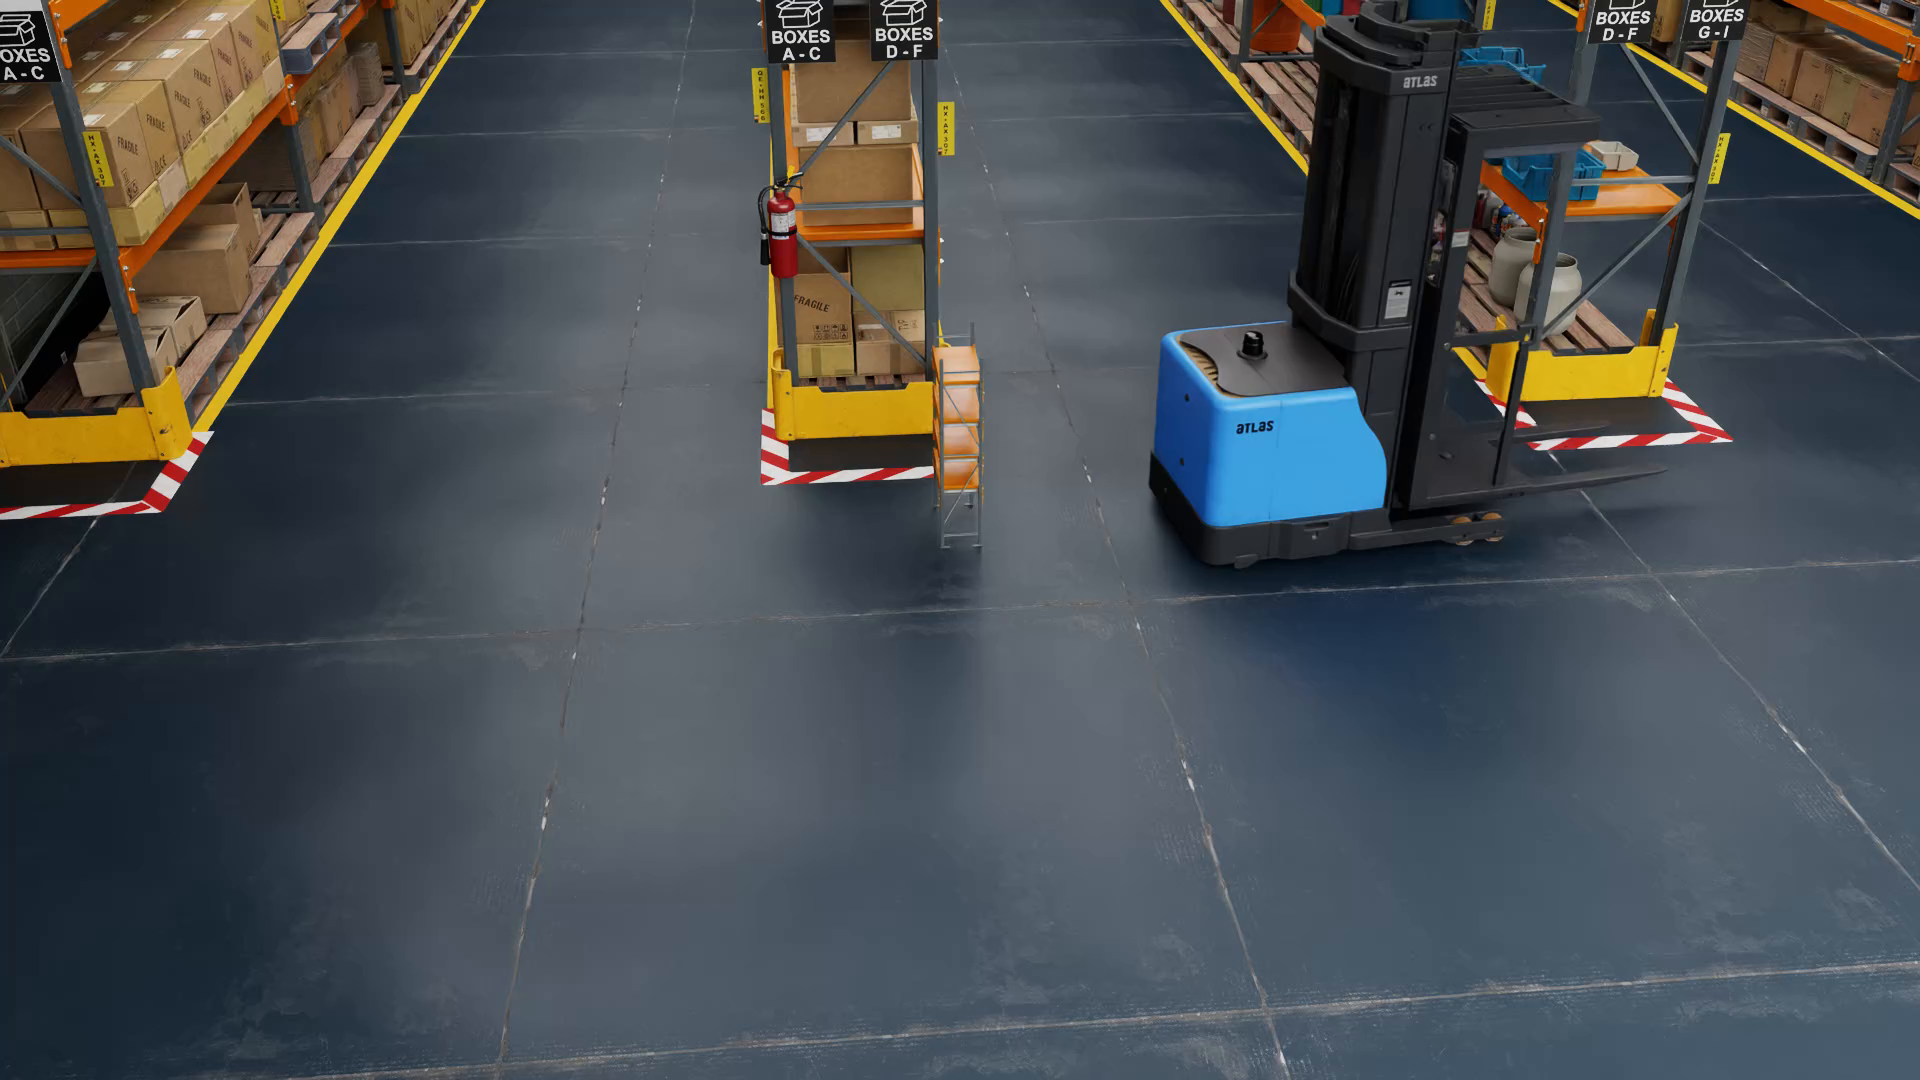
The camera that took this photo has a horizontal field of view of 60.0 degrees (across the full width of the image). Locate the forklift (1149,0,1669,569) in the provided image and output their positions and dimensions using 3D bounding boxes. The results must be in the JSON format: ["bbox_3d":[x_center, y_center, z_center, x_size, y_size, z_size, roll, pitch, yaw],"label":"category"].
[{"bbox_3d":[2.727,-1.482,9.373,3.031,2.935,1.130,-7,32,-11],"label":"forklift"}]

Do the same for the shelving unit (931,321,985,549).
[{"bbox_3d":[-0.015,-0.600,9.584,0.258,1.200,0.503,-3,31,-5],"label":"shelving unit"}]

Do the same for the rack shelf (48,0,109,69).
[{"bbox_3d":[-5.756,-3.822,11.000,1.077,0.370,4.000,-3,31,-5],"label":"rack shelf"}]

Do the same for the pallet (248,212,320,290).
[{"bbox_3d":[-5.845,-2.326,13.438,1.003,0.211,1.213,-3,31,-5],"label":"pallet"}]

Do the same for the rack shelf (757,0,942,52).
[{"bbox_3d":[-0.824,-4.061,11.401,1.077,0.370,4.000,-3,31,-5],"label":"rack shelf"}]

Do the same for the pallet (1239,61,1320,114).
[{"bbox_3d":[3.581,-4.787,17.558,1.003,0.211,1.213,-3,31,-5],"label":"pallet"}]

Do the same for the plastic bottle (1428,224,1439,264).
[{"bbox_3d":[3.657,-2.295,12.887,0.061,0.283,0.133,-2,31,-3],"label":"plastic bottle"}]

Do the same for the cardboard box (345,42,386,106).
[{"bbox_3d":[-6.197,-4.657,16.630,0.700,0.500,0.500,-2,31,-4],"label":"cardboard box"}]

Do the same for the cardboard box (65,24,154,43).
[{"bbox_3d":[-6.021,-3.361,11.848,0.500,0.500,0.500,-2,31,-3],"label":"cardboard box"}]

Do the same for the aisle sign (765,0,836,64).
[{"bbox_3d":[-0.924,-3.130,9.529,0.394,0.787,0.004,-3,31,-5],"label":"aisle sign"}]

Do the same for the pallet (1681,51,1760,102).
[{"bbox_3d":[8.550,-5.022,17.952,1.003,0.211,1.213,-3,31,-5],"label":"pallet"}]

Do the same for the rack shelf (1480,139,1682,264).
[{"bbox_3d":[4.108,-3.009,12.564,1.077,0.370,4.000,-3,31,-5],"label":"rack shelf"}]

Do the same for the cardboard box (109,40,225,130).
[{"bbox_3d":[-5.453,-3.126,11.454,0.500,0.500,0.500,-2,31,-3],"label":"cardboard box"}]

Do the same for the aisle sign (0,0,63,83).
[{"bbox_3d":[-5.264,-2.916,9.171,0.394,0.787,0.004,-3,31,-5],"label":"aisle sign"}]

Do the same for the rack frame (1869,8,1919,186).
[{"bbox_3d":[8.852,-4.576,14.486,1.000,3.000,0.127,-3,31,-5],"label":"rack frame"}]

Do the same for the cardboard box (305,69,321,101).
[{"bbox_3d":[-6.125,-4.167,15.079,0.500,0.250,0.500,-4,31,-6],"label":"cardboard box"}]

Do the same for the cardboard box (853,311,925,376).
[{"bbox_3d":[-0.466,-1.346,11.349,0.500,0.250,0.500,-3,31,-5],"label":"cardboard box"}]

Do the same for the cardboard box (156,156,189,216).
[{"bbox_3d":[-5.361,-2.295,10.794,0.500,0.250,0.500,-4,31,-6],"label":"cardboard box"}]

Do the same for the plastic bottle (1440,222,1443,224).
[{"bbox_3d":[3.800,-2.417,13.171,0.097,0.201,0.097,0,31,0],"label":"plastic bottle"}]

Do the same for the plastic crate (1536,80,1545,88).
[{"bbox_3d":[4.325,-3.409,12.789,0.530,0.136,0.437,-3,31,-5],"label":"plastic crate"}]

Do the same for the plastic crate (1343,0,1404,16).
[{"bbox_3d":[3.571,-4.599,14.462,0.402,0.464,0.583,-3,31,-5],"label":"plastic crate"}]

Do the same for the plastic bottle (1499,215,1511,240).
[{"bbox_3d":[4.385,-2.501,13.313,0.097,0.201,0.097,0,31,0],"label":"plastic bottle"}]

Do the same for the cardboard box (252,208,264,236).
[{"bbox_3d":[-5.863,-2.565,13.453,0.380,0.166,0.250,-7,32,-11],"label":"cardboard box"}]

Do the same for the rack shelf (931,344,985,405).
[{"bbox_3d":[-0.015,-0.937,9.382,0.258,0.148,0.480,-3,31,-5],"label":"rack shelf"}]

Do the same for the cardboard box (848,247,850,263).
[{"bbox_3d":[-0.574,-2.177,12.011,0.500,0.500,0.500,-3,31,-5],"label":"cardboard box"}]

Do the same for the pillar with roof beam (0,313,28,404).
[{"bbox_3d":[-2.210,-4.920,9.211,9.100,9.000,0.400,-3,31,-5],"label":"pillar with roof beam"}]

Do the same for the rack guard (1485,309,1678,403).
[{"bbox_3d":[4.241,-1.260,11.372,1.175,0.500,0.348,-3,31,-5],"label":"rack guard"}]

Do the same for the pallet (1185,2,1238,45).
[{"bbox_3d":[3.321,-6.206,19.934,1.003,0.211,1.213,-3,31,-5],"label":"pallet"}]

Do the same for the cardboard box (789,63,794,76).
[{"bbox_3d":[-0.985,-3.230,11.502,0.380,0.149,0.250,-2,31,-3],"label":"cardboard box"}]

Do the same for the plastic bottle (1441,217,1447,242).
[{"bbox_3d":[3.796,-2.371,13.015,0.061,0.283,0.133,-3,31,-5],"label":"plastic bottle"}]

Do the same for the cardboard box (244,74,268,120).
[{"bbox_3d":[-5.559,-3.326,12.521,0.500,0.250,0.500,-3,31,-4],"label":"cardboard box"}]

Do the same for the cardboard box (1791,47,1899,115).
[{"bbox_3d":[8.738,-4.536,16.428,0.700,0.500,0.500,-5,31,-9],"label":"cardboard box"}]

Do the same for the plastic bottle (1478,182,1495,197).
[{"bbox_3d":[4.316,-2.813,13.688,0.144,0.351,0.185,-3,31,-5],"label":"plastic bottle"}]

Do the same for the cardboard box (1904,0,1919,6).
[{"bbox_3d":[8.917,-5.426,14.915,1.000,1.000,1.000,-3,31,-4],"label":"cardboard box"}]

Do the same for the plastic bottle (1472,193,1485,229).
[{"bbox_3d":[4.221,-2.695,13.557,0.061,0.283,0.133,-3,31,-5],"label":"plastic bottle"}]

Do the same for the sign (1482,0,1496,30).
[{"bbox_3d":[4.470,-4.478,14.053,0.100,0.325,0.005,-3,31,-5],"label":"sign"}]

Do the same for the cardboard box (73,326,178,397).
[{"bbox_3d":[-5.544,-1.214,11.051,0.500,0.311,0.500,-6,31,-10],"label":"cardboard box"}]

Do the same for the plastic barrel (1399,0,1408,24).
[{"bbox_3d":[4.050,-4.896,14.889,0.433,0.535,0.433,0,31,0],"label":"plastic barrel"}]

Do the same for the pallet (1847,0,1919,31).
[{"bbox_3d":[8.926,-4.891,15.200,1.003,0.211,1.213,-3,31,-5],"label":"pallet"}]

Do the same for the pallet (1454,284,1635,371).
[{"bbox_3d":[4.170,-1.551,12.141,1.003,0.211,1.213,-3,31,-5],"label":"pallet"}]

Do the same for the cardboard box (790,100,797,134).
[{"bbox_3d":[-0.889,-2.702,10.619,0.380,0.149,0.250,-2,31,-3],"label":"cardboard box"}]

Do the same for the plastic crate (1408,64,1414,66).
[{"bbox_3d":[3.767,-3.541,12.960,0.450,0.188,0.662,-3,31,-5],"label":"plastic crate"}]

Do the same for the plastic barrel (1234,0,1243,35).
[{"bbox_3d":[3.343,-6.026,18.931,0.421,0.512,0.421,0,31,0],"label":"plastic barrel"}]

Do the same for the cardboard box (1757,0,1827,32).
[{"bbox_3d":[8.631,-5.445,17.218,0.500,0.250,0.500,1,31,1],"label":"cardboard box"}]

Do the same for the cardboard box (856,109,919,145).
[{"bbox_3d":[-0.460,-2.593,10.437,0.380,0.149,0.250,-3,31,-5],"label":"cardboard box"}]

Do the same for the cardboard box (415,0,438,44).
[{"bbox_3d":[-6.330,-5.993,18.545,0.750,0.750,0.750,-3,31,-5],"label":"cardboard box"}]

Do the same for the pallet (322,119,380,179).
[{"bbox_3d":[-6.134,-3.689,15.720,1.003,0.211,1.213,-3,31,-5],"label":"pallet"}]

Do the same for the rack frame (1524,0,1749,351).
[{"bbox_3d":[4.295,-2.297,10.670,1.000,3.000,0.127,-3,31,-5],"label":"rack frame"}]

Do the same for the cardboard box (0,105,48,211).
[{"bbox_3d":[-5.825,-2.319,10.102,0.500,0.500,0.500,-3,31,-5],"label":"cardboard box"}]

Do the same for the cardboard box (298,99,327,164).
[{"bbox_3d":[-6.126,-3.616,14.888,0.700,0.500,0.500,-3,31,-6],"label":"cardboard box"}]
